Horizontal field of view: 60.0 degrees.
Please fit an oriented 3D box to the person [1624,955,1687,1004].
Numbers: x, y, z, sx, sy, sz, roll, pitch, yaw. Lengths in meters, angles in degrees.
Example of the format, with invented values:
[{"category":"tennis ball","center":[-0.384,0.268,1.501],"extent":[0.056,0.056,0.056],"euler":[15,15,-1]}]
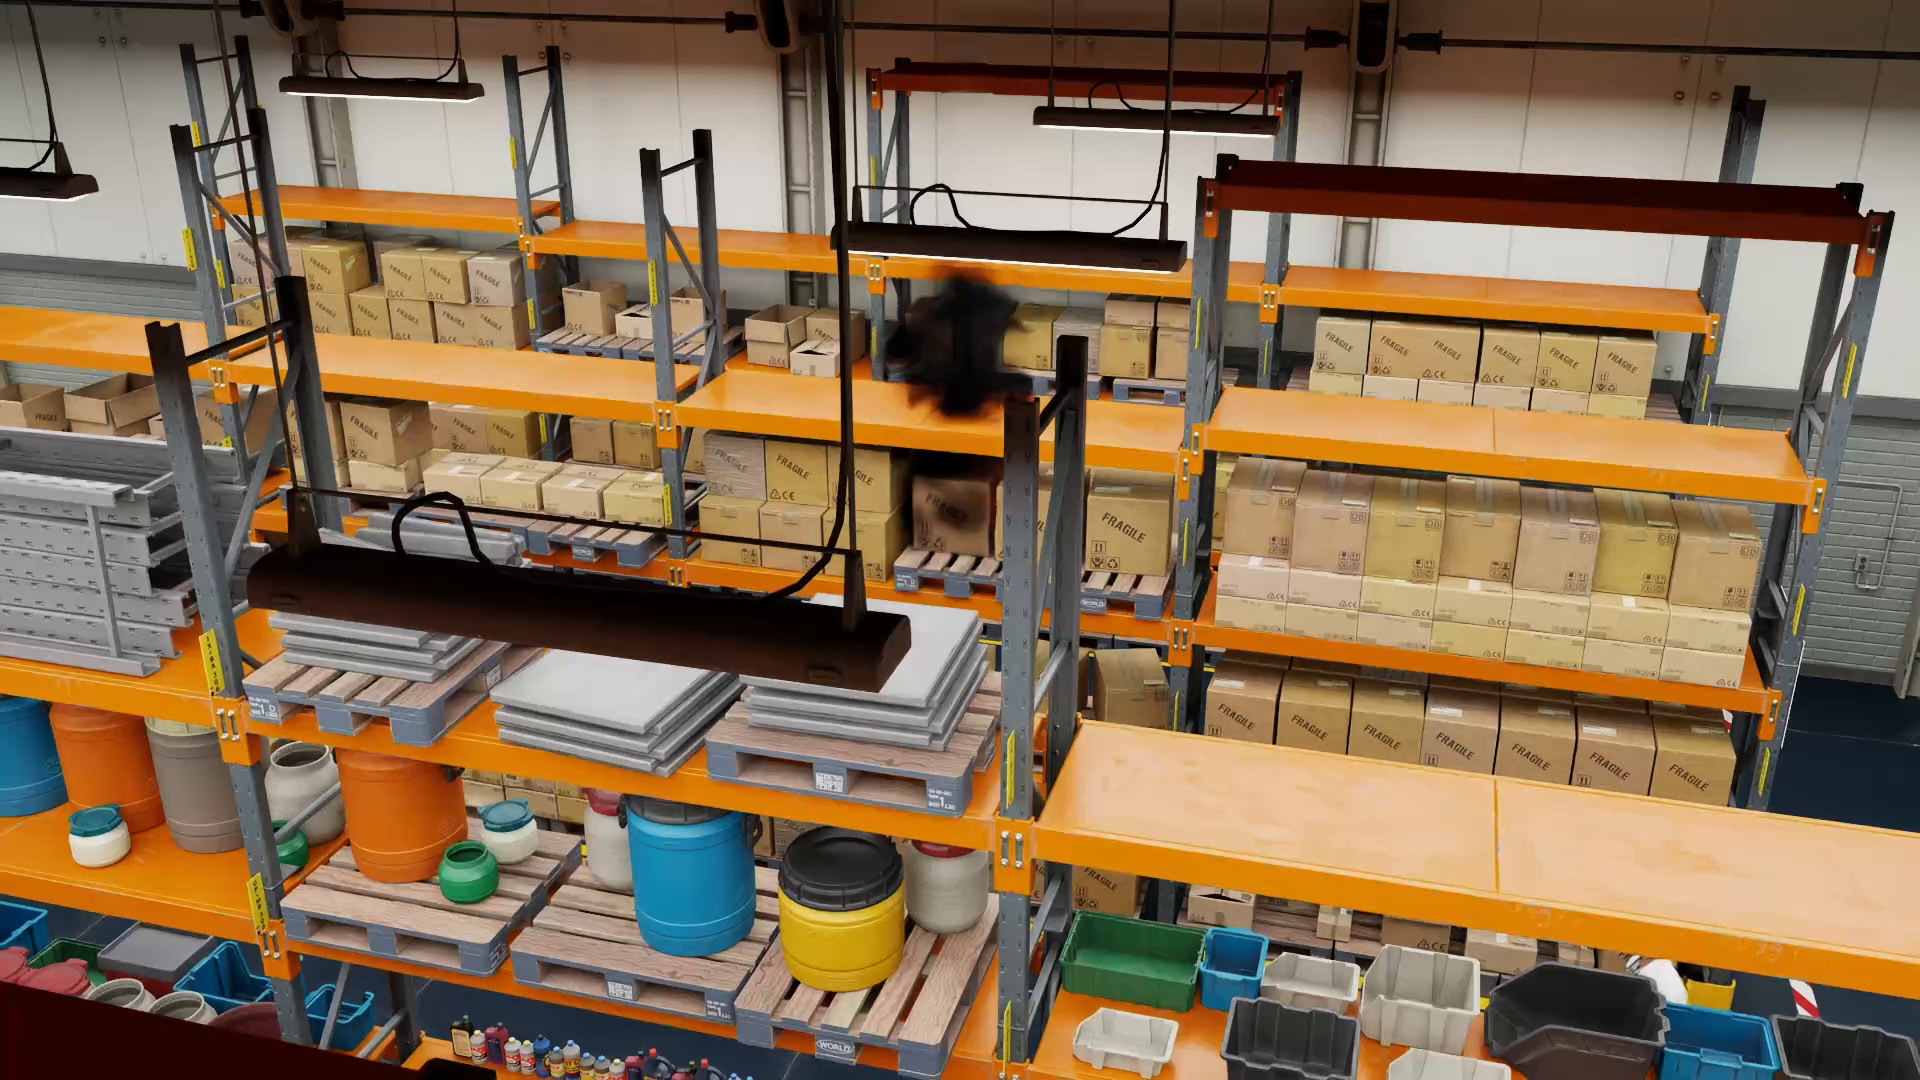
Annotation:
[{"category":"person","center":[4.412,3.231,10.742],"extent":[0.757,1.822,0.830],"euler":[1,23,2]}]
